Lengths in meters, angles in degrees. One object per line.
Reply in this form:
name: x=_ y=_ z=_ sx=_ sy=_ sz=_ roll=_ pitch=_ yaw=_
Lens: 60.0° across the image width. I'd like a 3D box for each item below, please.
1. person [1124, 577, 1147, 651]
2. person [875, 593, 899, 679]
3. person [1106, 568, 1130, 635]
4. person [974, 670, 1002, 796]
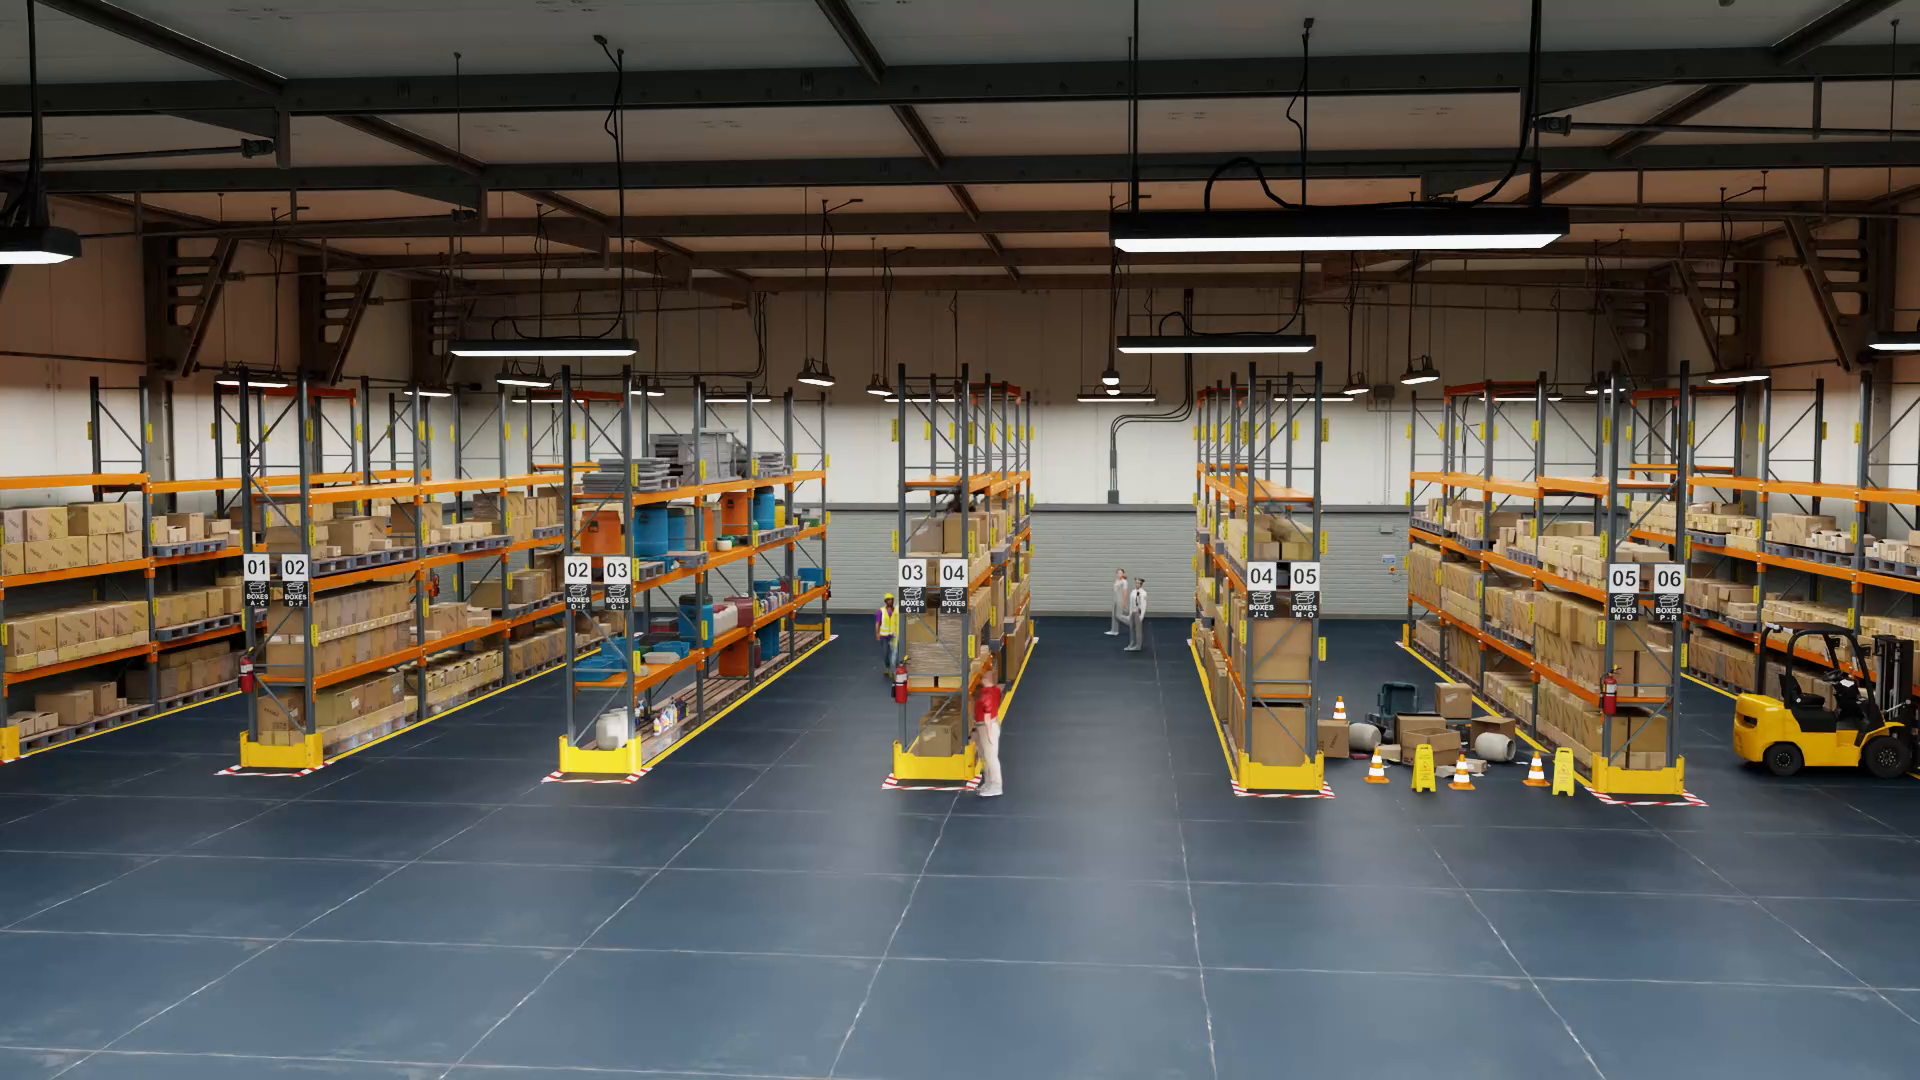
person: x=4.050 y=1.719 z=38.324 sx=0.417 sy=1.706 sz=0.509 roll=-1 pitch=4 yaw=-20
person: x=-1.444 y=1.955 z=33.964 sx=0.576 sy=1.711 sz=1.008 roll=0 pitch=4 yaw=3
person: x=3.993 y=1.527 z=41.144 sx=0.734 sy=1.652 sz=0.440 roll=0 pitch=4 yaw=-7
person: x=0.394 y=2.667 z=23.060 sx=0.399 sy=1.767 sz=0.731 roll=0 pitch=4 yaw=4
